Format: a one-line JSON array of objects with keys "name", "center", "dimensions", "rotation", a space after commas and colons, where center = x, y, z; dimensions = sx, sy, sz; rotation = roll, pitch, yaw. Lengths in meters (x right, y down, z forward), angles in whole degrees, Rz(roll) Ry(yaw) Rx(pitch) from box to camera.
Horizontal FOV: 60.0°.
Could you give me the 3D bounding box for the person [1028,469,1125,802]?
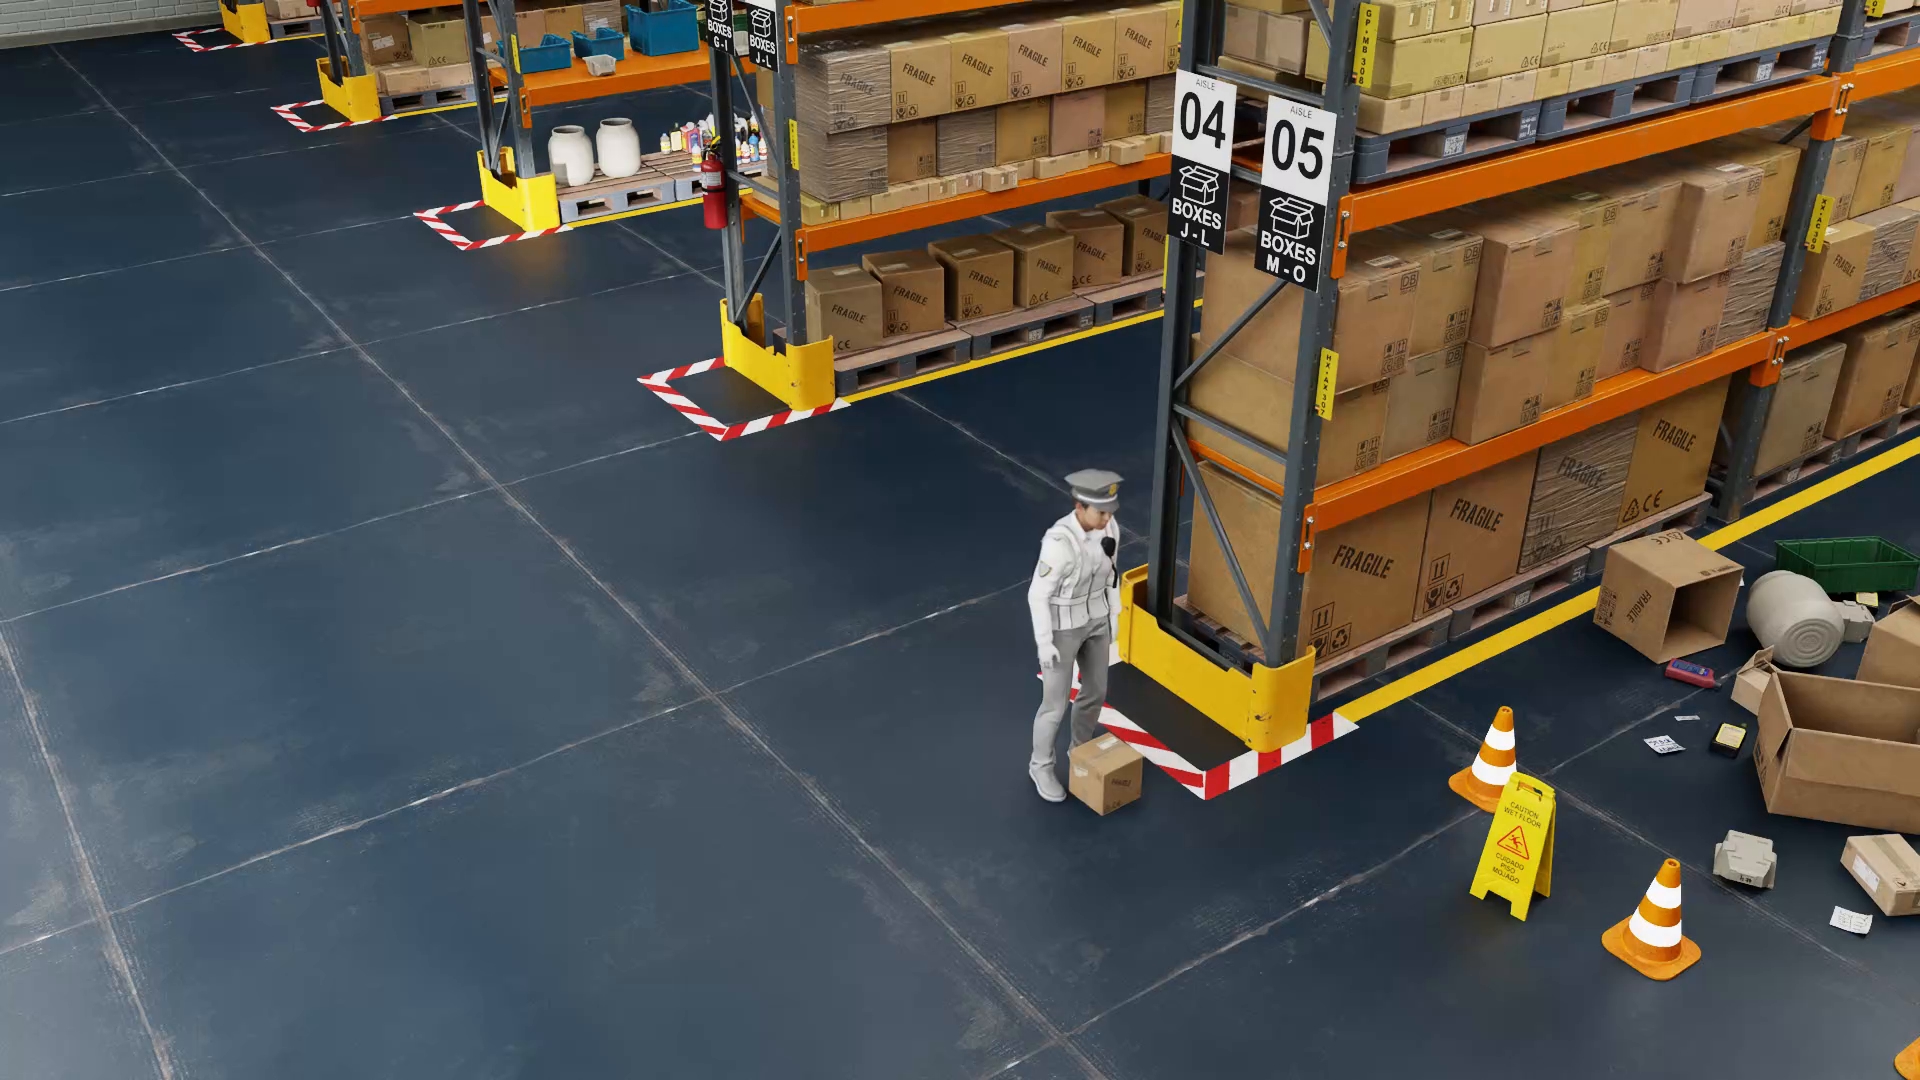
[{"name": "person", "center": [0.556, 0.417, 7.862], "dimensions": [0.523, 1.662, 0.372], "rotation": [-20, 35, -32]}]
